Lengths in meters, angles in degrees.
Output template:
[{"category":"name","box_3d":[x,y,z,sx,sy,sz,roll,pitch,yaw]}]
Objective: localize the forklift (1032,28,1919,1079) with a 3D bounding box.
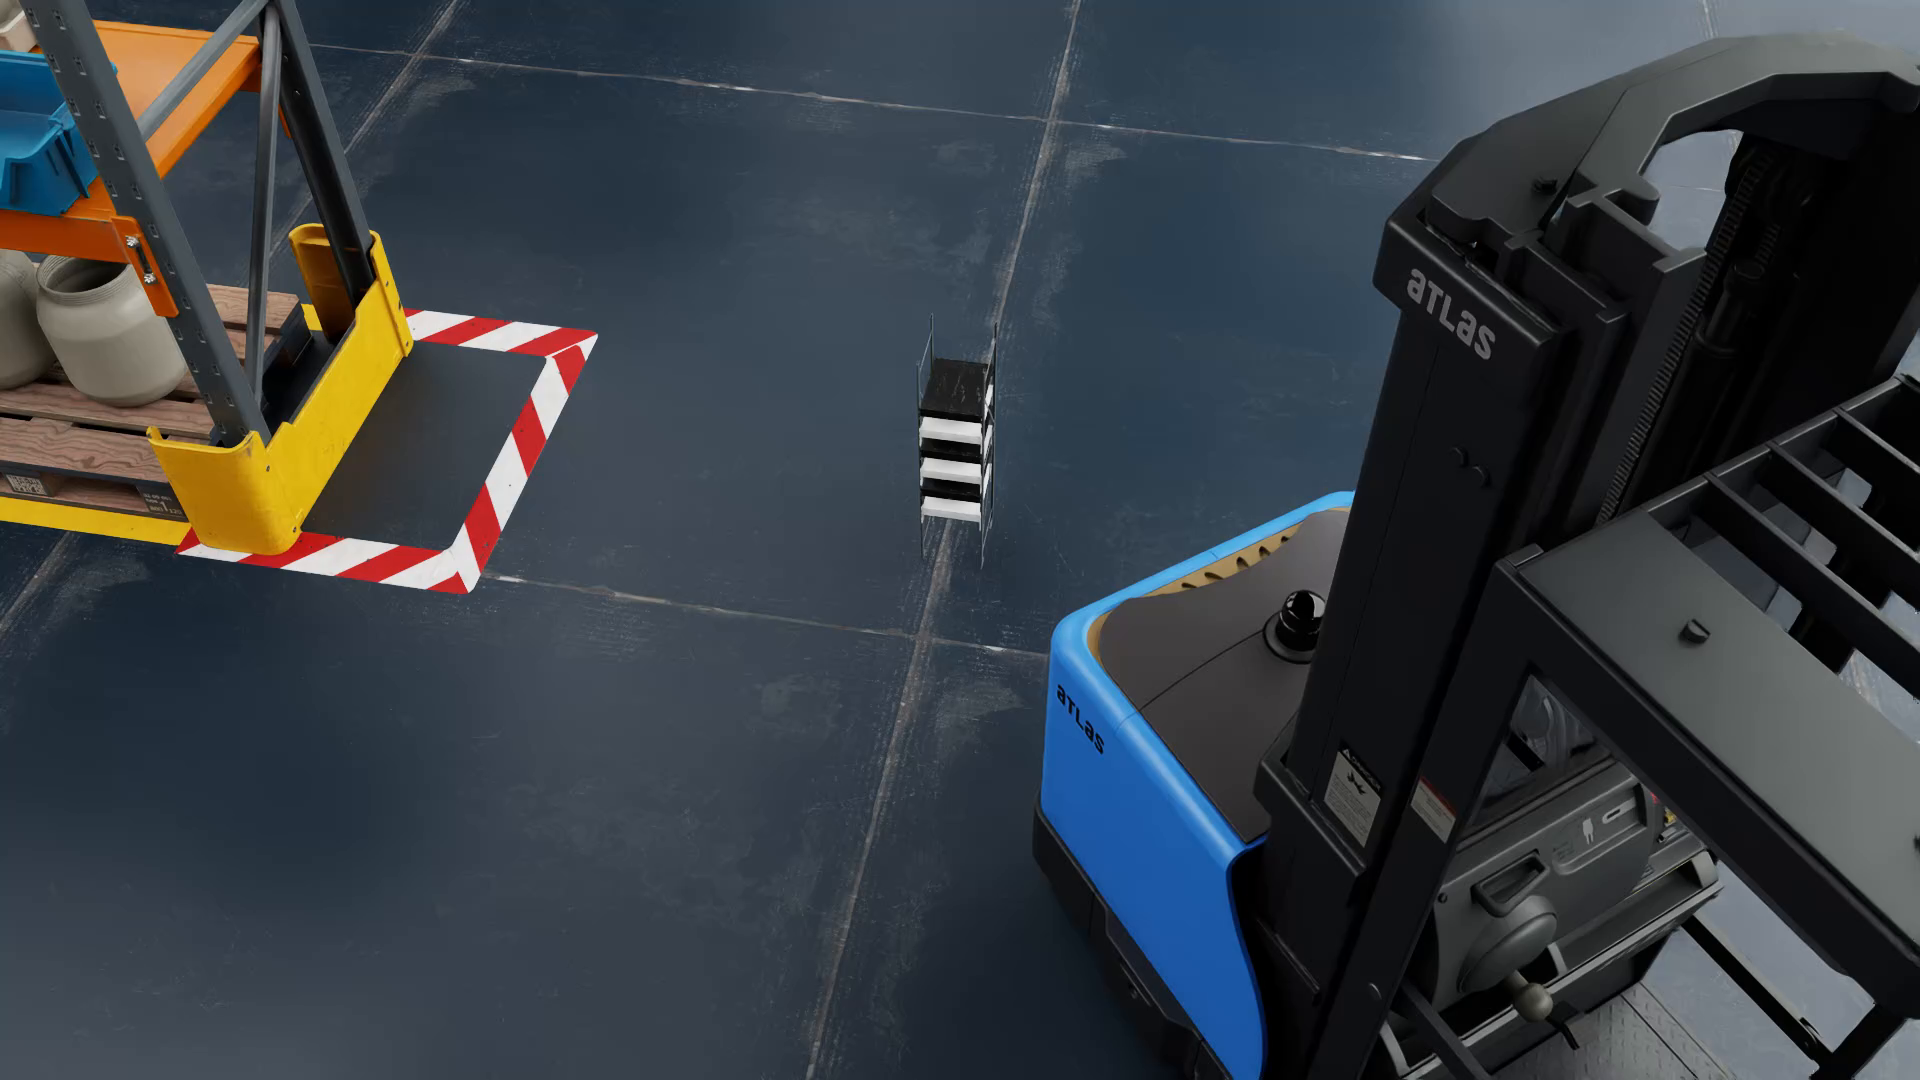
[{"category":"forklift","box_3d":[1.386,0.713,3.139,1.130,2.935,3.031,-23,52,-20]}]

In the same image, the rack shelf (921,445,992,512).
[{"category":"rack shelf","box_3d":[-0.008,-0.219,5.508,0.200,0.077,0.258,8,49,7]}]

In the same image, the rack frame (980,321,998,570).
[{"category":"rack frame","box_3d":[0.092,-0.288,5.404,0.006,0.900,0.240,8,49,7]}]

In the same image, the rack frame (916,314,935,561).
[{"category":"rack frame","box_3d":[-0.108,-0.315,5.428,0.006,0.900,0.240,8,49,7]}]

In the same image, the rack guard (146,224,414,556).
[{"category":"rack guard","box_3d":[-2.376,-0.556,5.913,0.348,0.500,1.175,8,49,7]}]

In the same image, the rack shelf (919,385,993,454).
[{"category":"rack shelf","box_3d":[-0.008,-0.400,5.307,0.200,0.077,0.258,8,49,7]}]

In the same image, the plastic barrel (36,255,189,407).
[{"category":"plastic barrel","box_3d":[-2.954,-0.755,5.802,0.421,0.512,0.421,0,48,0]}]

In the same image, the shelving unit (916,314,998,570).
[{"category":"shelving unit","box_3d":[-0.008,-0.302,5.416,0.210,0.900,0.258,8,49,7]}]

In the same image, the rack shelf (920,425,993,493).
[{"category":"rack shelf","box_3d":[-0.008,-0.280,5.441,0.200,0.077,0.258,8,49,7]}]

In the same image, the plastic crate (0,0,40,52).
[{"category":"plastic crate","box_3d":[-3.116,-1.681,5.421,0.250,0.136,0.298,8,49,7]}]

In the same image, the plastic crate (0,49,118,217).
[{"category":"plastic crate","box_3d":[-2.839,-1.213,4.923,0.616,0.251,0.499,8,49,7]}]

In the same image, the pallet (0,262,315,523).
[{"category":"pallet","box_3d":[-3.175,-0.570,6.121,1.213,0.211,1.003,8,49,7]}]

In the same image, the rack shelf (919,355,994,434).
[{"category":"rack shelf","box_3d":[-0.008,-0.460,5.240,0.200,0.077,0.258,8,49,7]}]

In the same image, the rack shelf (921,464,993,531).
[{"category":"rack shelf","box_3d":[-0.008,-0.159,5.575,0.200,0.077,0.258,8,49,7]}]

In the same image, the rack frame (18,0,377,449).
[{"category":"rack frame","box_3d":[-2.293,-1.415,5.005,0.127,3.000,1.000,8,49,7]}]

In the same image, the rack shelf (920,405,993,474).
[{"category":"rack shelf","box_3d":[-0.008,-0.340,5.374,0.200,0.077,0.258,8,49,7]}]

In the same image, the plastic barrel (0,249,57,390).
[{"category":"plastic barrel","box_3d":[-3.447,-0.822,5.862,0.421,0.512,0.421,0,48,0]}]

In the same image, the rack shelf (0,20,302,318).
[{"category":"rack shelf","box_3d":[-4.261,-1.440,5.511,4.000,0.370,1.077,8,49,7]}]
